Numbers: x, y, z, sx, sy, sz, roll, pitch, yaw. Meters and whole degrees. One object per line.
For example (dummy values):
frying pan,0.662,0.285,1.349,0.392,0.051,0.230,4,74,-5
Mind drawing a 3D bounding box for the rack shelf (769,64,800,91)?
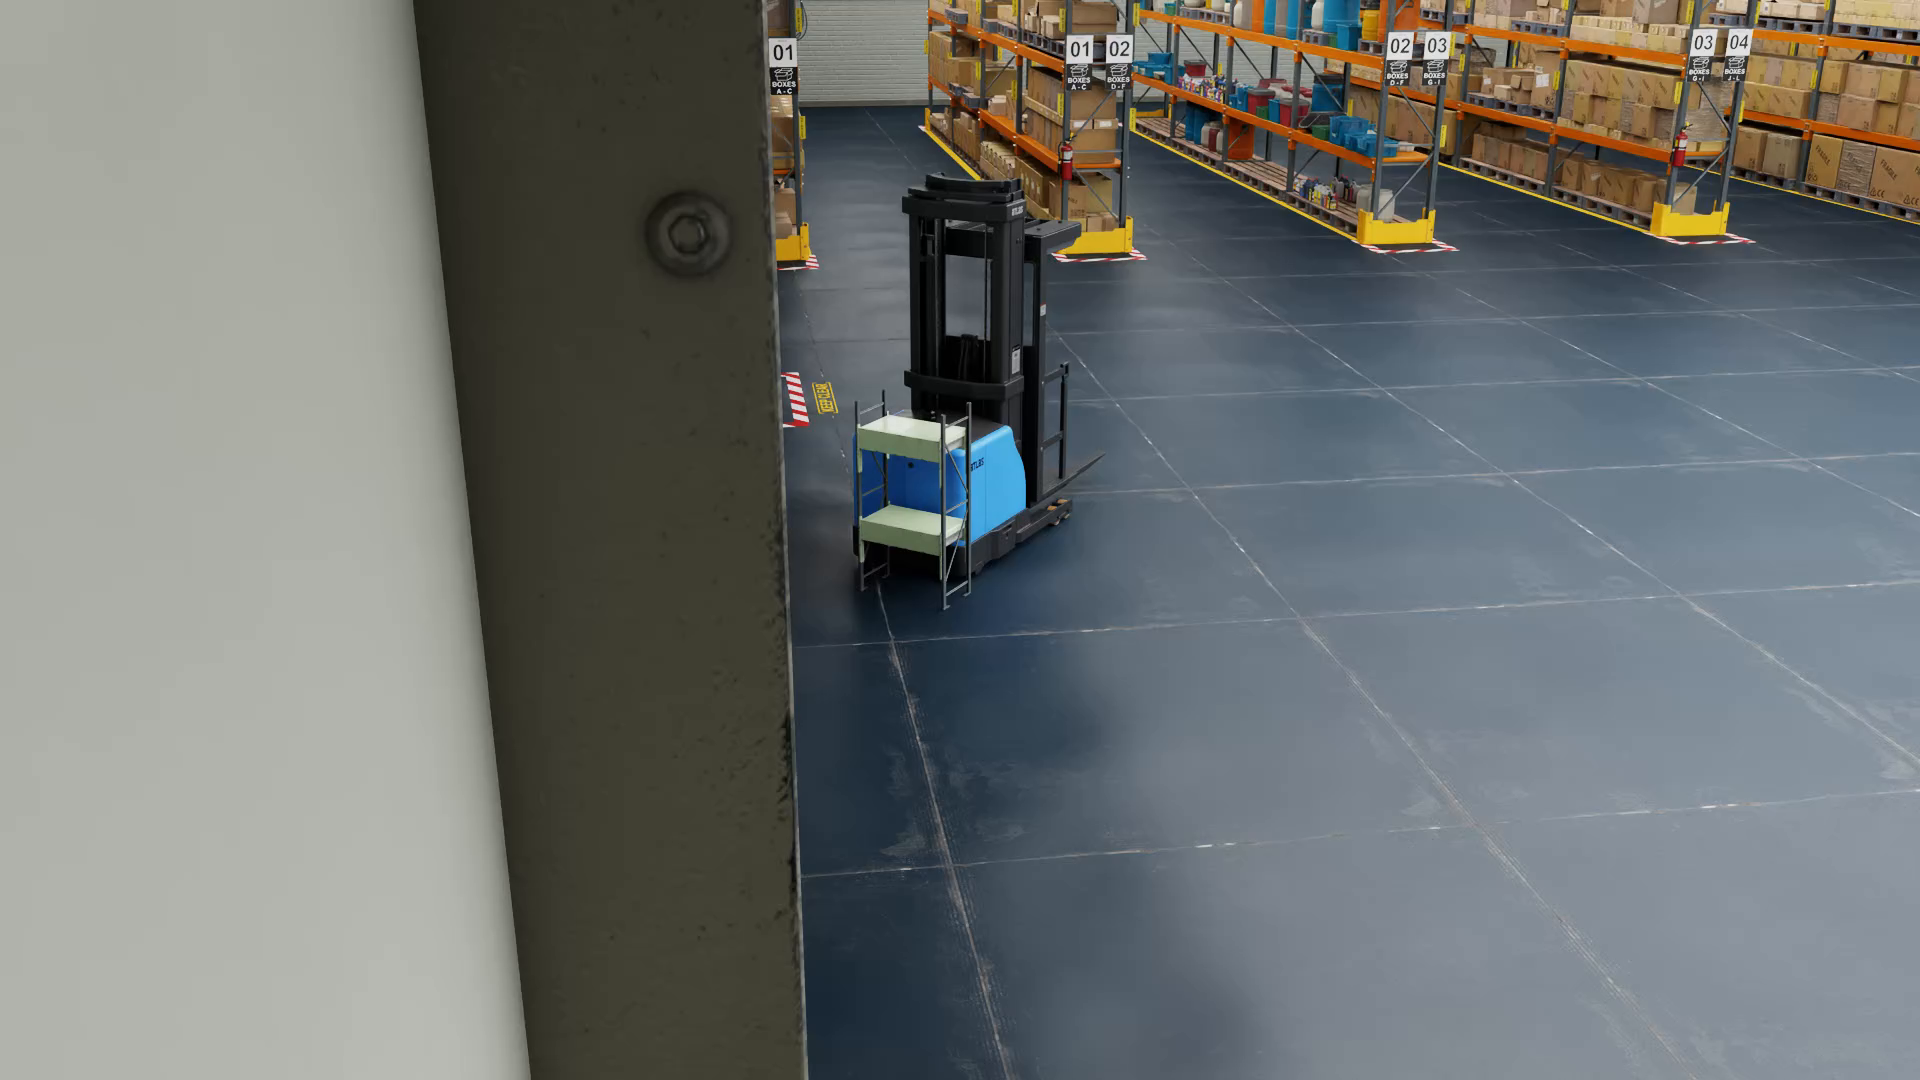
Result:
rack shelf,-3.142,-7.378,25.924,1.077,0.370,4.000,-3,21,-8

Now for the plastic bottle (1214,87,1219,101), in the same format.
plastic bottle,5.256,-9.133,34.066,0.097,0.271,0.097,0,20,0

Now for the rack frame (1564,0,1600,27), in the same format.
rack frame,11.274,-10.562,29.134,1.000,3.000,0.127,-3,21,-8

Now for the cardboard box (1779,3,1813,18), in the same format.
cardboard box,15.801,-9.962,31.285,0.500,0.250,0.500,-3,21,-8

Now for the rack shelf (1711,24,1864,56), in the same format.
rack shelf,15.909,-9.727,32.214,1.077,0.370,4.000,-3,21,-8

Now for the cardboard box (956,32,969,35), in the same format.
cardboard box,0.151,-11.608,38.937,0.500,0.500,0.500,-2,21,-6

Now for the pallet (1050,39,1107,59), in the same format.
pallet,1.971,-7.478,25.291,1.003,0.211,1.213,-3,21,-8

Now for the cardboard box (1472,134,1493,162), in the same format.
cardboard box,10.814,-7.941,33.633,0.700,0.500,0.500,-4,21,-11

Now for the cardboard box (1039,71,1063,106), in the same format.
cardboard box,1.687,-7.406,27.262,0.700,0.500,0.500,-3,21,-8

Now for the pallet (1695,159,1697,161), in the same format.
pallet,15.509,-8.316,35.680,1.003,0.211,1.213,-3,21,-8

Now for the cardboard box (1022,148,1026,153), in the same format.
cardboard box,1.365,-7.286,31.465,0.500,0.311,0.500,-3,21,-8

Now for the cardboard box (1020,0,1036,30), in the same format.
cardboard box,1.282,-8.780,27.706,0.500,0.500,0.500,-1,21,-3

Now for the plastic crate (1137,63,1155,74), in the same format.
plastic crate,4.448,-11.276,39.774,0.416,0.233,0.300,-3,21,-8

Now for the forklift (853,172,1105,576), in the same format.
forklift,0.306,-1.566,13.720,1.130,2.935,3.031,11,23,27

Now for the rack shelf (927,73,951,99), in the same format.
rack shelf,0.029,-10.379,38.245,1.077,0.370,4.000,-3,21,-8

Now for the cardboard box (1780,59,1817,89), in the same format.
cardboard box,16.043,-8.832,31.503,0.700,0.500,0.500,-3,21,-9

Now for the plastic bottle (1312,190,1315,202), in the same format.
plastic bottle,6.123,-5.932,28.682,0.097,0.201,0.097,0,20,0

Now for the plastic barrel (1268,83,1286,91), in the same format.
plastic barrel,6.156,-8.594,32.278,0.421,0.512,0.421,0,20,0

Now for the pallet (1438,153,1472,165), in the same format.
pallet,10.658,-8.107,35.120,1.003,0.211,1.213,-3,21,-8

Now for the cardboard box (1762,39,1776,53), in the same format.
cardboard box,19.521,-11.862,39.617,0.500,0.500,0.500,-3,21,-9

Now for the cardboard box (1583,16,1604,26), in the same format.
cardboard box,11.122,-9.056,29.034,0.380,0.149,0.250,-4,21,-10

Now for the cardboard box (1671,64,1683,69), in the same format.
cardboard box,15.096,-9.856,34.726,0.380,0.149,0.250,-4,21,-10

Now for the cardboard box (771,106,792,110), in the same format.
cardboard box,-2.755,-6.439,25.783,0.500,0.500,0.500,-4,21,-10

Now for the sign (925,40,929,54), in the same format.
sign,-0.796,-11.786,39.748,0.100,0.325,0.005,-3,21,-8

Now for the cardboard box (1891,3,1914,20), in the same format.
cardboard box,16.211,-8.977,28.222,0.500,0.250,0.500,-3,21,-7

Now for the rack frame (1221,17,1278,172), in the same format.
rack frame,5.796,-8.887,33.223,1.000,3.000,0.127,-3,21,-8

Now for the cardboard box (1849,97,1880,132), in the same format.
cardboard box,16.325,-7.528,29.370,0.875,0.550,0.550,-3,21,-8

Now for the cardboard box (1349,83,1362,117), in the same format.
cardboard box,9.847,-10.575,40.180,0.875,0.875,0.875,-3,21,-8

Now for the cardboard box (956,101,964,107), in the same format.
cardboard box,0.063,-10.267,39.863,0.500,0.500,0.500,-3,21,-8

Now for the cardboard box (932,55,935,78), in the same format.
cardboard box,-0.376,-11.110,39.031,0.500,0.500,0.500,-3,21,-8

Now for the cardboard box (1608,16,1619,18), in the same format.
cardboard box,11.555,-9.078,29.093,0.380,0.149,0.250,-3,21,-7

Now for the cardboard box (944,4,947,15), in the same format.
cardboard box,-0.077,-11.687,36.646,0.500,0.250,0.500,-3,21,-8

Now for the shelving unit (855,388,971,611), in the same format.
shelving unit,-0.344,-0.307,12.395,0.755,1.500,0.431,12,23,28

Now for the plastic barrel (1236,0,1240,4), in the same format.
plastic barrel,5.717,-10.887,33.076,0.600,0.830,0.708,-3,21,-8

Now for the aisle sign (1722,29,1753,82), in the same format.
aisle sign,12.157,-7.578,26.004,0.394,0.787,0.004,-3,21,-8

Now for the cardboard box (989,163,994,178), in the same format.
cardboard box,0.833,-6.997,31.493,0.500,0.250,0.500,-3,21,-9

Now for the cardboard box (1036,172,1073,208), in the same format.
cardboard box,1.517,-5.644,26.799,0.500,0.500,0.500,-3,21,-8

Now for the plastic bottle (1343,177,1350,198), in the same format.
plastic bottle,6.779,-6.192,29.165,0.144,0.351,0.185,-4,21,-10

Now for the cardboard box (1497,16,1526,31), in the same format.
cardboard box,10.671,-9.941,31.972,0.500,0.250,0.500,-2,21,-7

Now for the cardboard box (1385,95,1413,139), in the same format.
cardboard box,10.233,-9.502,37.307,1.225,0.875,0.875,-3,21,-8

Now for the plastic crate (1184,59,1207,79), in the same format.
plastic crate,5.339,-10.652,37.770,0.402,0.464,0.583,-3,21,-8

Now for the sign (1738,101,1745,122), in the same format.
sign,12.388,-6.800,26.397,0.100,0.325,0.005,-3,21,-8

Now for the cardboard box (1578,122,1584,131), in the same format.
cardboard box,11.139,-7.286,29.295,0.380,0.149,0.250,-3,21,-8

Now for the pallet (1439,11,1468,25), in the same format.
pallet,10.552,-10.673,33.989,1.213,0.211,1.003,-2,21,-5

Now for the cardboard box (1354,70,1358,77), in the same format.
cardboard box,9.532,-11.026,39.309,0.380,0.149,0.250,-3,21,-7

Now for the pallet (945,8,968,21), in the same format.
pallet,0.342,-11.111,35.159,1.213,0.211,1.003,-3,21,-8

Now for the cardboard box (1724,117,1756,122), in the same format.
cardboard box,15.619,-8.279,34.211,1.050,0.750,0.750,-3,21,-8

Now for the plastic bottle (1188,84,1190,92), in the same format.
plastic bottle,4.980,-9.763,35.854,0.097,0.201,0.097,0,20,0

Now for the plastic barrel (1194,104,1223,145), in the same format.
plastic barrel,5.383,-9.051,36.061,0.600,0.901,0.708,-3,21,-8

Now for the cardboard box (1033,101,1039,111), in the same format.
cardboard box,1.432,-7.234,27.728,0.380,0.149,0.250,-3,21,-8

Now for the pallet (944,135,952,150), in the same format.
pallet,0.219,-8.955,37.390,1.003,0.211,1.213,-3,21,-8

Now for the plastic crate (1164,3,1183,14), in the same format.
plastic crate,4.773,-11.898,37.236,0.416,0.233,0.300,-3,21,-8

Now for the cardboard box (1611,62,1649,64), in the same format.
cardboard box,11.685,-8.091,29.096,0.500,0.500,0.500,-3,21,-8

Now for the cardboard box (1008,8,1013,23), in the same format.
cardboard box,1.180,-9.636,30.557,0.500,0.250,0.500,-3,21,-9

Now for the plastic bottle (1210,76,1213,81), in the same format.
plastic bottle,5.596,-10.093,36.631,0.152,0.276,0.135,-3,21,-8

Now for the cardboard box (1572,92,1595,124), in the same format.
cardboard box,11.315,-7.604,29.220,0.875,0.500,0.500,-3,21,-8
